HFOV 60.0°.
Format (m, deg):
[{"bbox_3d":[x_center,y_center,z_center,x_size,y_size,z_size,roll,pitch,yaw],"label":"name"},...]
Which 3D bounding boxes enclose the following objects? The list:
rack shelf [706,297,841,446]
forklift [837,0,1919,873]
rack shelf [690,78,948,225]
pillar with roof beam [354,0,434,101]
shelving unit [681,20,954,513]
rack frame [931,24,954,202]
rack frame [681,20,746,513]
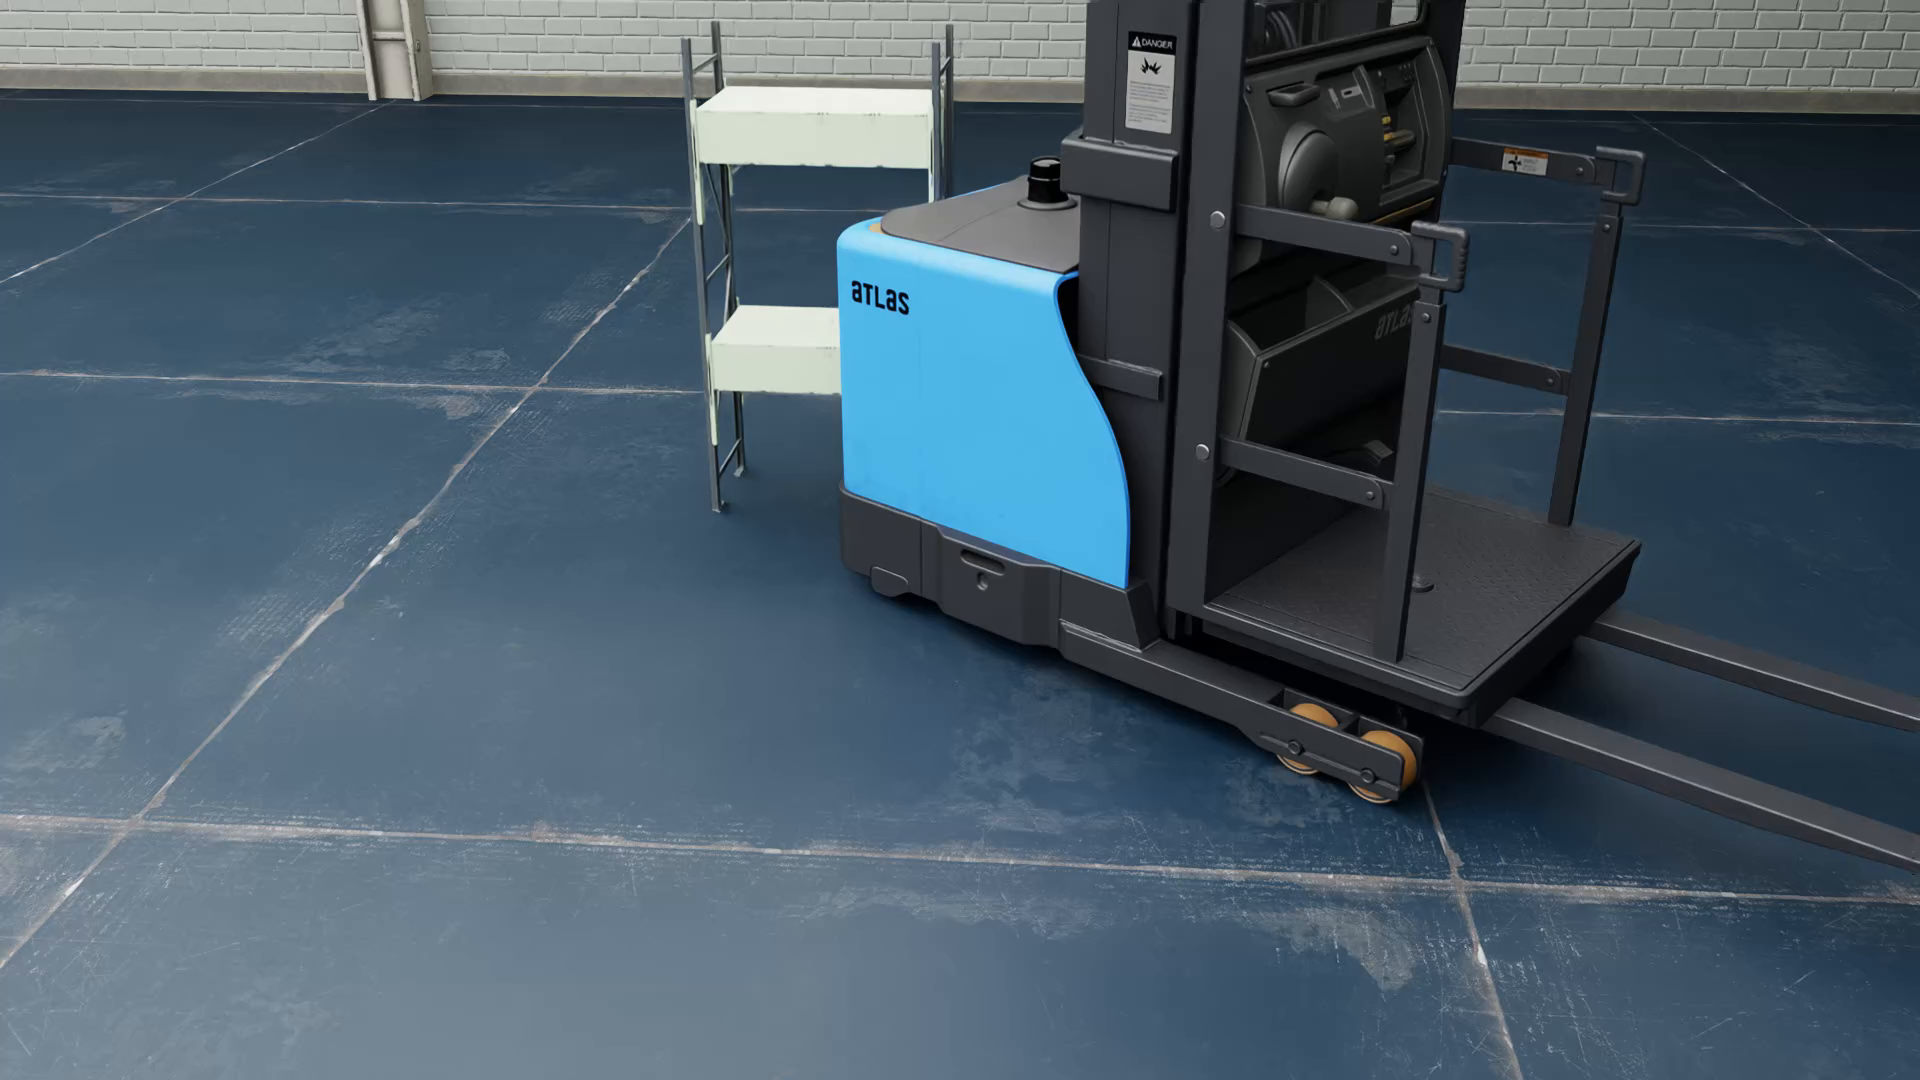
[{"bbox_3d":[-0.415,-0.541,5.412,0.720,0.370,0.431,2,25,5],"label":"rack shelf"},{"bbox_3d":[1.095,-0.963,3.837,3.031,2.935,1.130,20,31,36],"label":"forklift"},{"bbox_3d":[-0.415,-1.192,5.113,0.720,0.370,0.431,2,25,5],"label":"rack shelf"},{"bbox_3d":[-4.514,-5.622,6.702,0.400,9.000,9.100,2,25,4],"label":"pillar with roof beam"},{"bbox_3d":[-0.415,-0.838,5.276,0.755,1.500,0.431,2,25,5],"label":"shelving unit"},{"bbox_3d":[-0.051,-0.822,5.242,0.023,1.500,0.400,2,25,5],"label":"rack frame"},{"bbox_3d":[-0.779,-0.853,5.311,0.023,1.500,0.400,2,25,5],"label":"rack frame"}]
